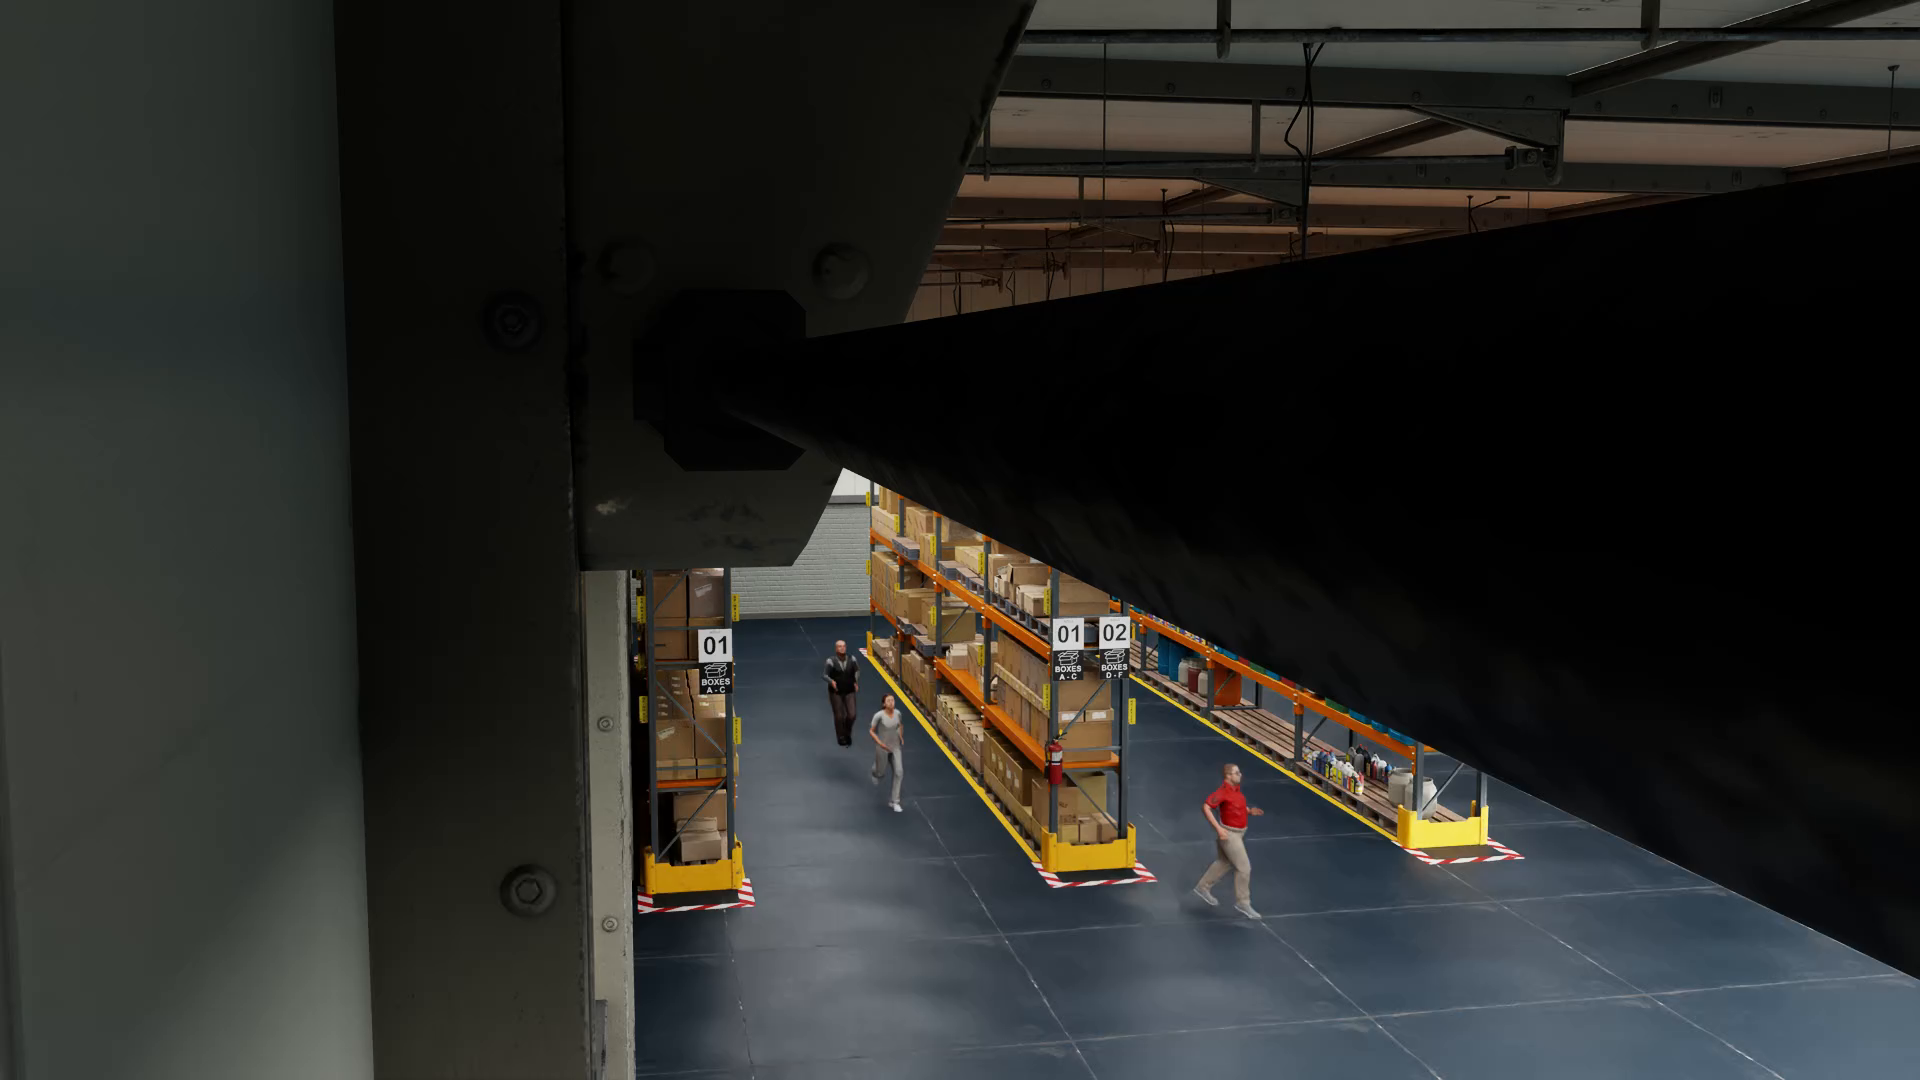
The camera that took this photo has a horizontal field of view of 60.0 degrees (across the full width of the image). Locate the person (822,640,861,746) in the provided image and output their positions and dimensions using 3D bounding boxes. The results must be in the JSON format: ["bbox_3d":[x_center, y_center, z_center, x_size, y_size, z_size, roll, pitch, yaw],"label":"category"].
[{"bbox_3d":[-1.850,2.456,26.387,0.635,1.722,0.567,-2,6,-14],"label":"person"}]

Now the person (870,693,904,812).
[{"bbox_3d":[-1.050,3.029,24.075,0.547,1.652,0.998,-2,6,-19],"label":"person"}]

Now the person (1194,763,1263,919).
[{"bbox_3d":[3.106,3.462,19.262,0.827,1.778,0.649,2,6,19],"label":"person"}]
